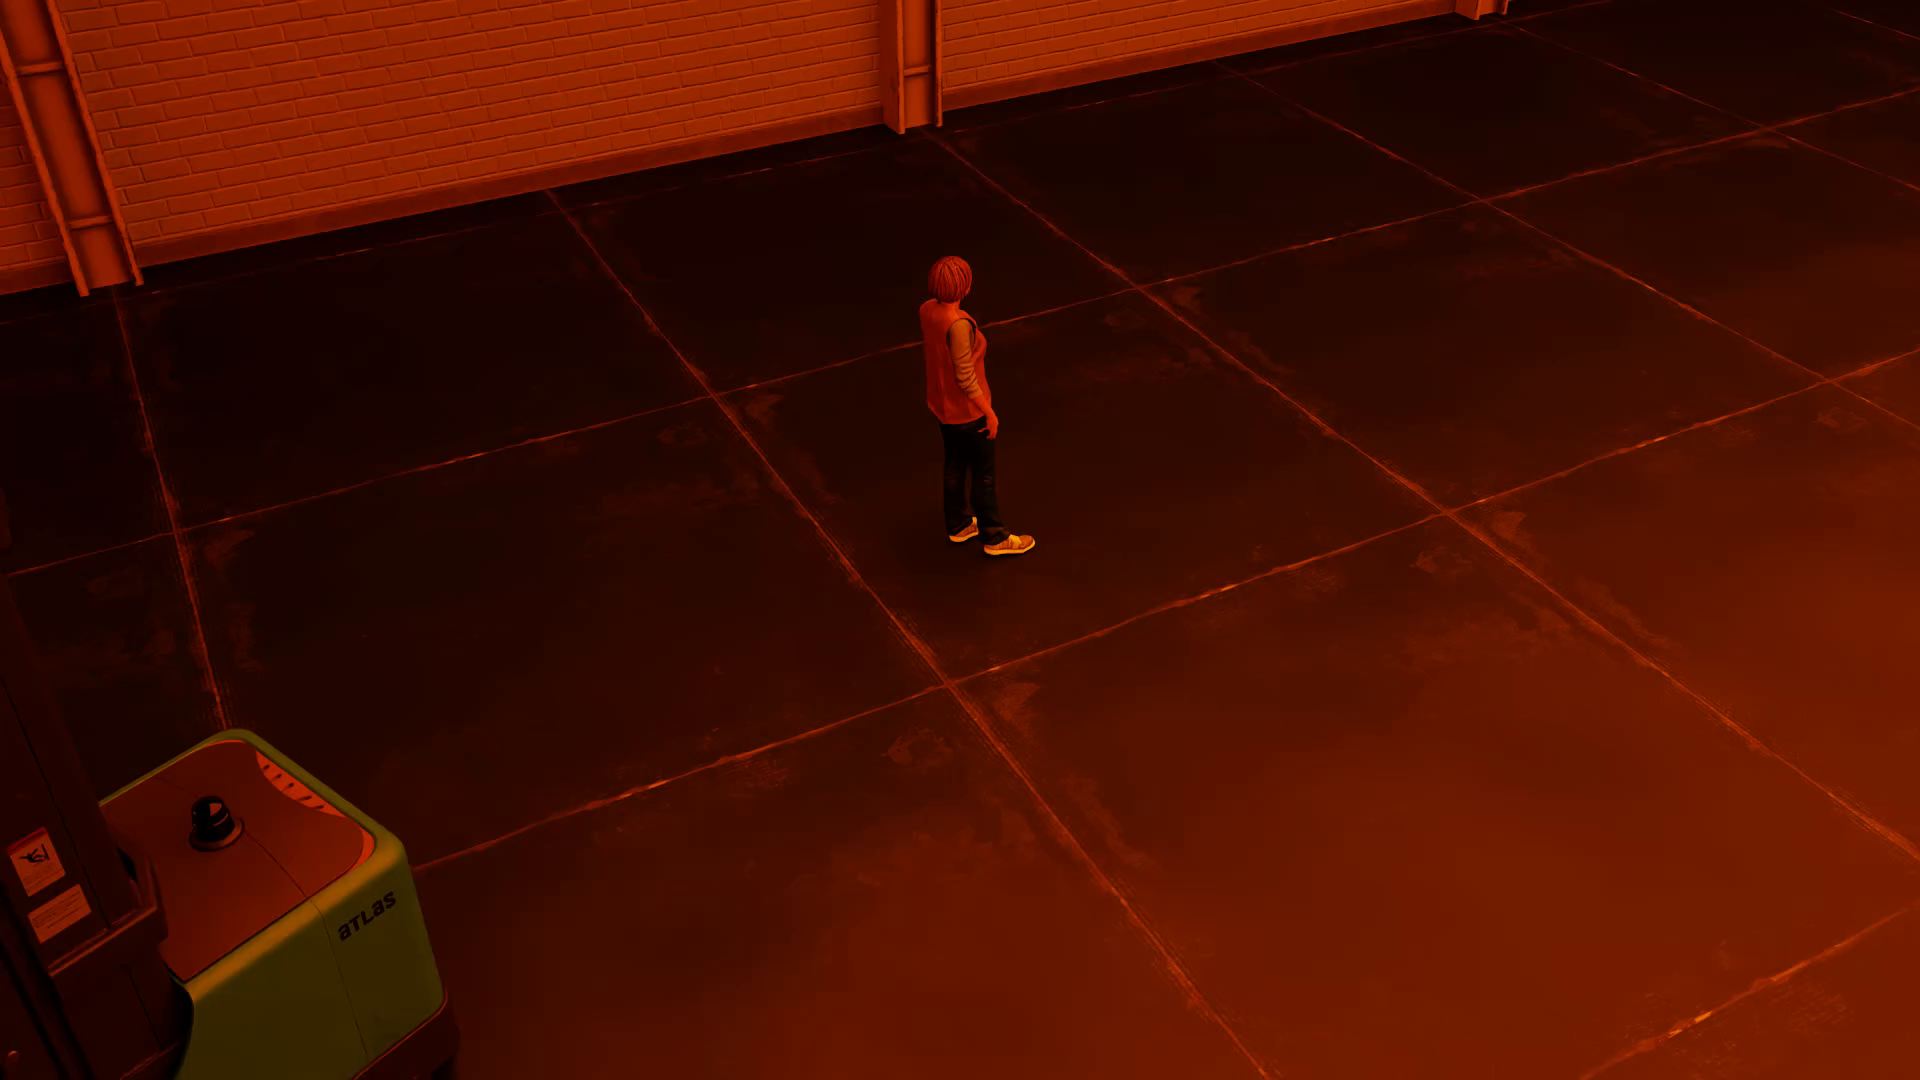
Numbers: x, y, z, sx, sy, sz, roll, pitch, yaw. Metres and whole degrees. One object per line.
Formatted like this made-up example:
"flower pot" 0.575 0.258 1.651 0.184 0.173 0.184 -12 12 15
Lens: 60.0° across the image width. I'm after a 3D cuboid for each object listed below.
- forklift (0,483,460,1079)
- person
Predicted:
"forklift" -3.105 1.163 4.477 1.130 2.935 3.031 24 42 30
"person" 0.072 -0.671 8.215 0.476 1.597 0.520 -17 39 -23
